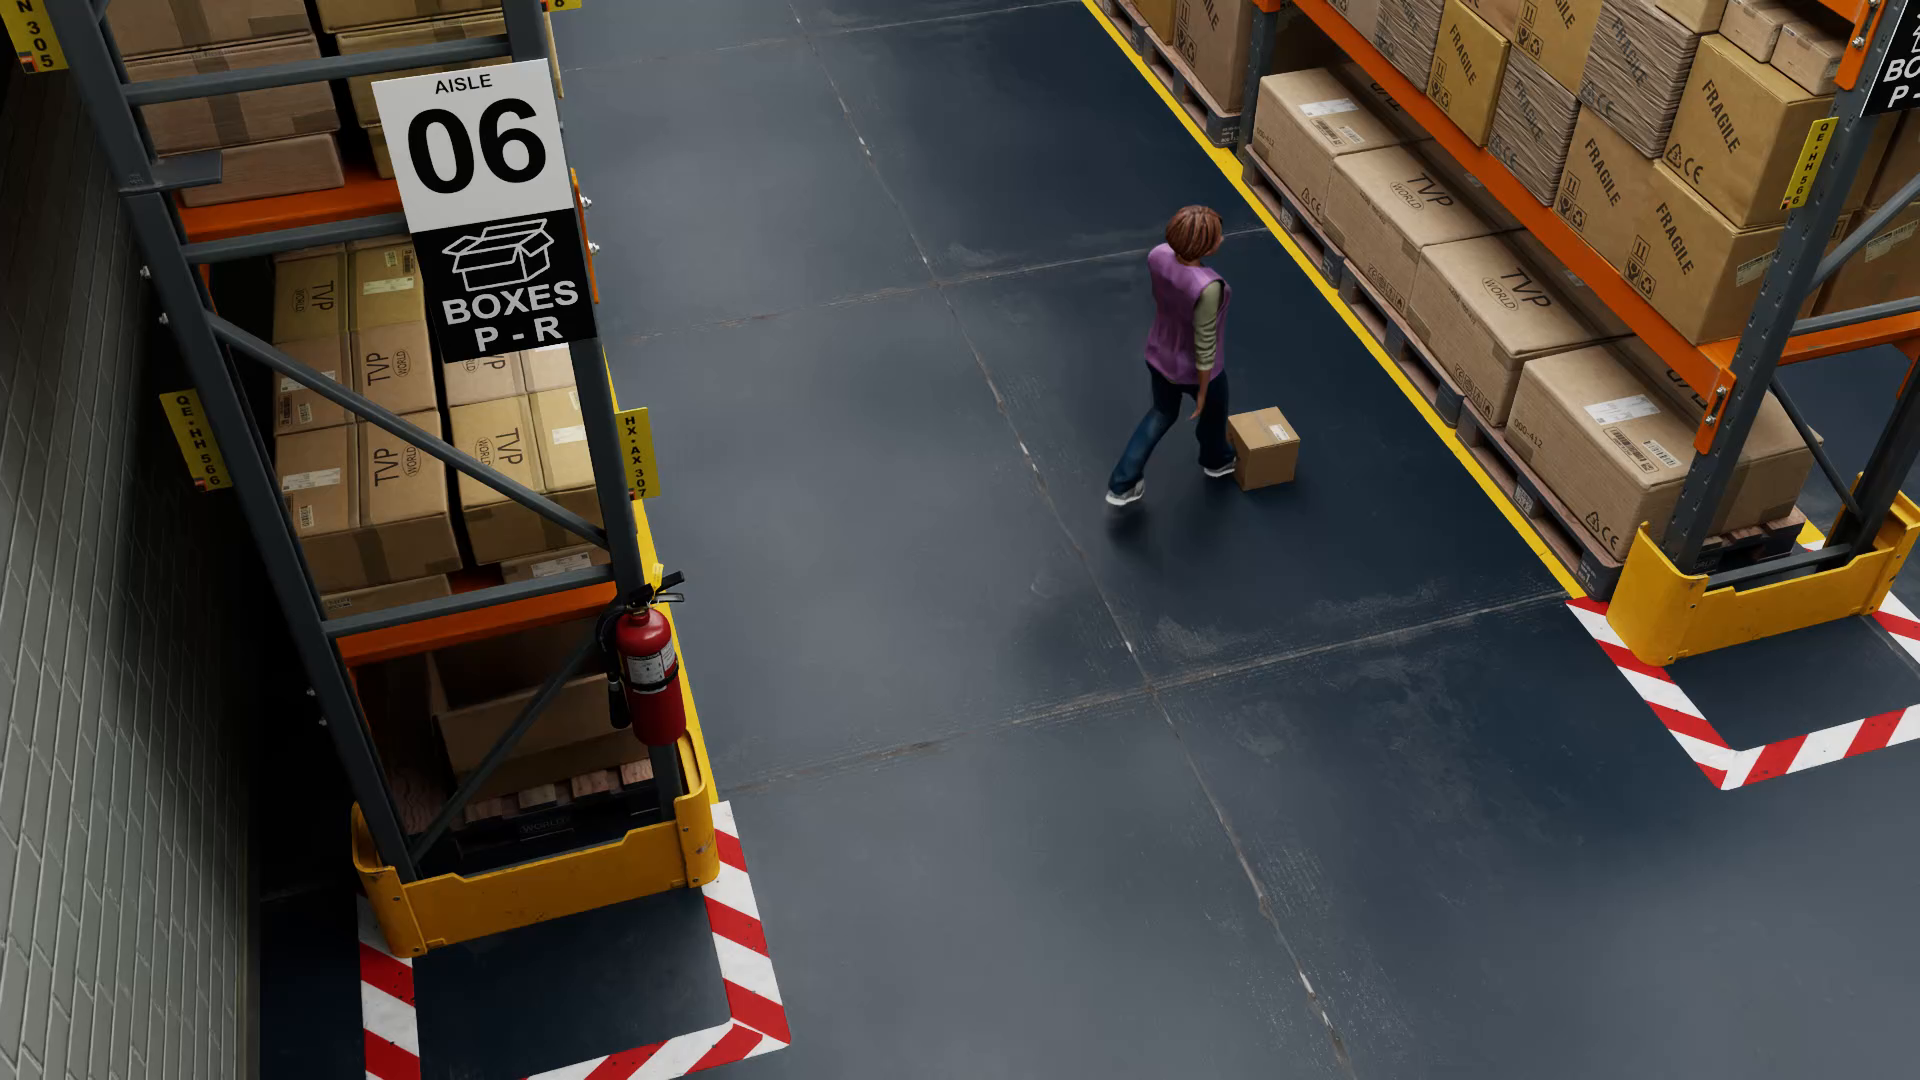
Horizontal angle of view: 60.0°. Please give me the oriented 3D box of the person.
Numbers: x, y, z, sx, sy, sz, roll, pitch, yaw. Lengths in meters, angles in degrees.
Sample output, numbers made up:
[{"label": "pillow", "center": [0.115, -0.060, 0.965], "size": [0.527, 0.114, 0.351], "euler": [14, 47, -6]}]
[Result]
[{"label": "person", "center": [0.994, -0.799, 7.038], "size": [0.855, 1.541, 0.481], "euler": [-27, 49, -26]}]
